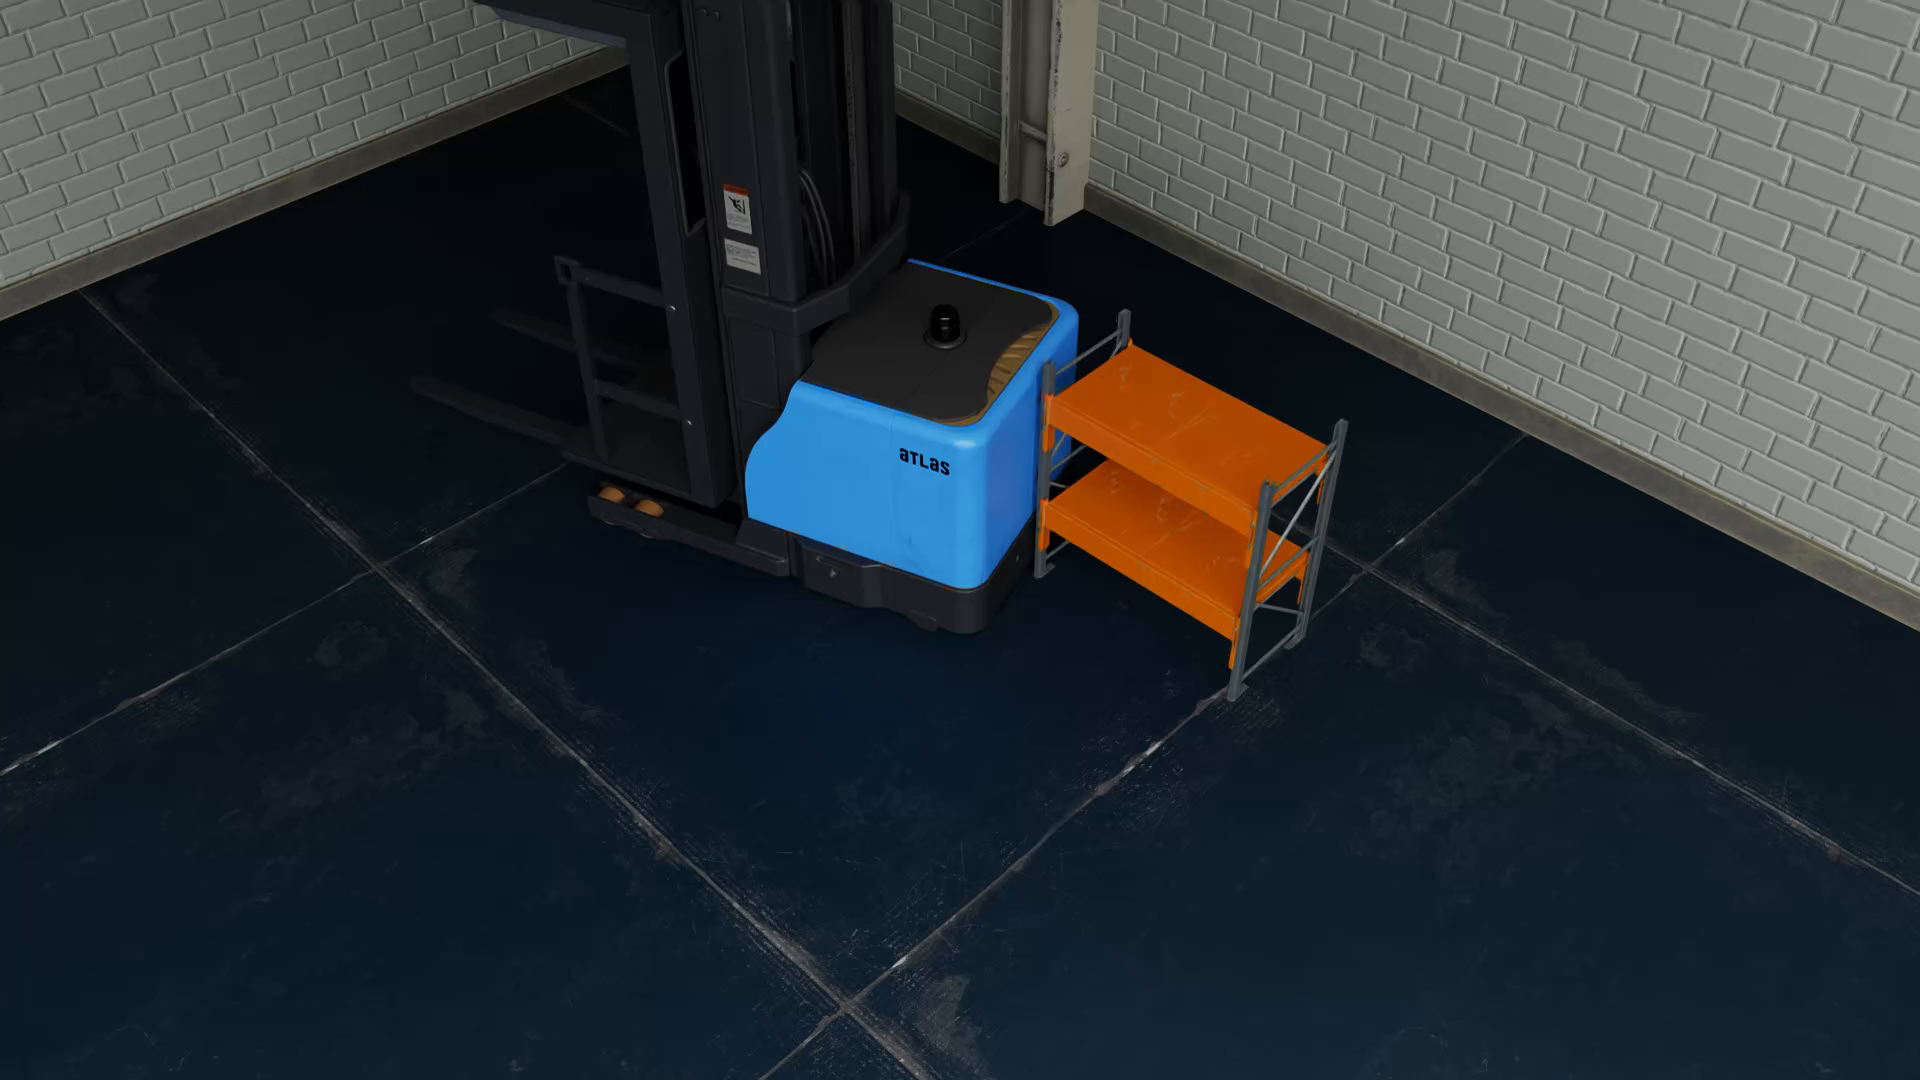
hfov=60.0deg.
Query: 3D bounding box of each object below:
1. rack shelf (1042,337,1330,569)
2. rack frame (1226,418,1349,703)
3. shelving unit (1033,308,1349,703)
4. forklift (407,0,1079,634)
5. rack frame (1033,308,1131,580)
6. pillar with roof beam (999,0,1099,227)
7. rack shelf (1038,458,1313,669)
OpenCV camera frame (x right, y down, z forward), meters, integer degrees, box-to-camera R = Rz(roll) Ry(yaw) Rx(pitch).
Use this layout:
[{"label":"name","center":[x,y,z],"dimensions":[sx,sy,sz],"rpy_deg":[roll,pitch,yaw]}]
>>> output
[{"label":"rack shelf","center":[0.865,-0.353,6.372],"dimensions":[1.000,0.278,0.538],"rpy_deg":[33,52,30]},{"label":"rack frame","center":[1.235,0.098,6.315],"dimensions":[0.032,1.125,0.500],"rpy_deg":[33,52,30]},{"label":"shelving unit","center":[0.865,-0.138,6.571],"dimensions":[1.048,1.125,0.538],"rpy_deg":[33,52,30]},{"label":"forklift","center":[-1.061,-1.389,6.593],"dimensions":[3.031,2.935,1.130],"rpy_deg":[18,46,19]},{"label":"rack frame","center":[0.495,-0.375,6.827],"dimensions":[0.032,1.125,0.500],"rpy_deg":[33,52,30]},{"label":"pillar with roof beam","center":[-2.586,-3.124,4.000],"dimensions":[9.100,9.000,0.400],"rpy_deg":[-34,53,-31]},{"label":"rack shelf","center":[0.865,0.041,6.737],"dimensions":[1.000,0.278,0.538],"rpy_deg":[33,52,30]}]
